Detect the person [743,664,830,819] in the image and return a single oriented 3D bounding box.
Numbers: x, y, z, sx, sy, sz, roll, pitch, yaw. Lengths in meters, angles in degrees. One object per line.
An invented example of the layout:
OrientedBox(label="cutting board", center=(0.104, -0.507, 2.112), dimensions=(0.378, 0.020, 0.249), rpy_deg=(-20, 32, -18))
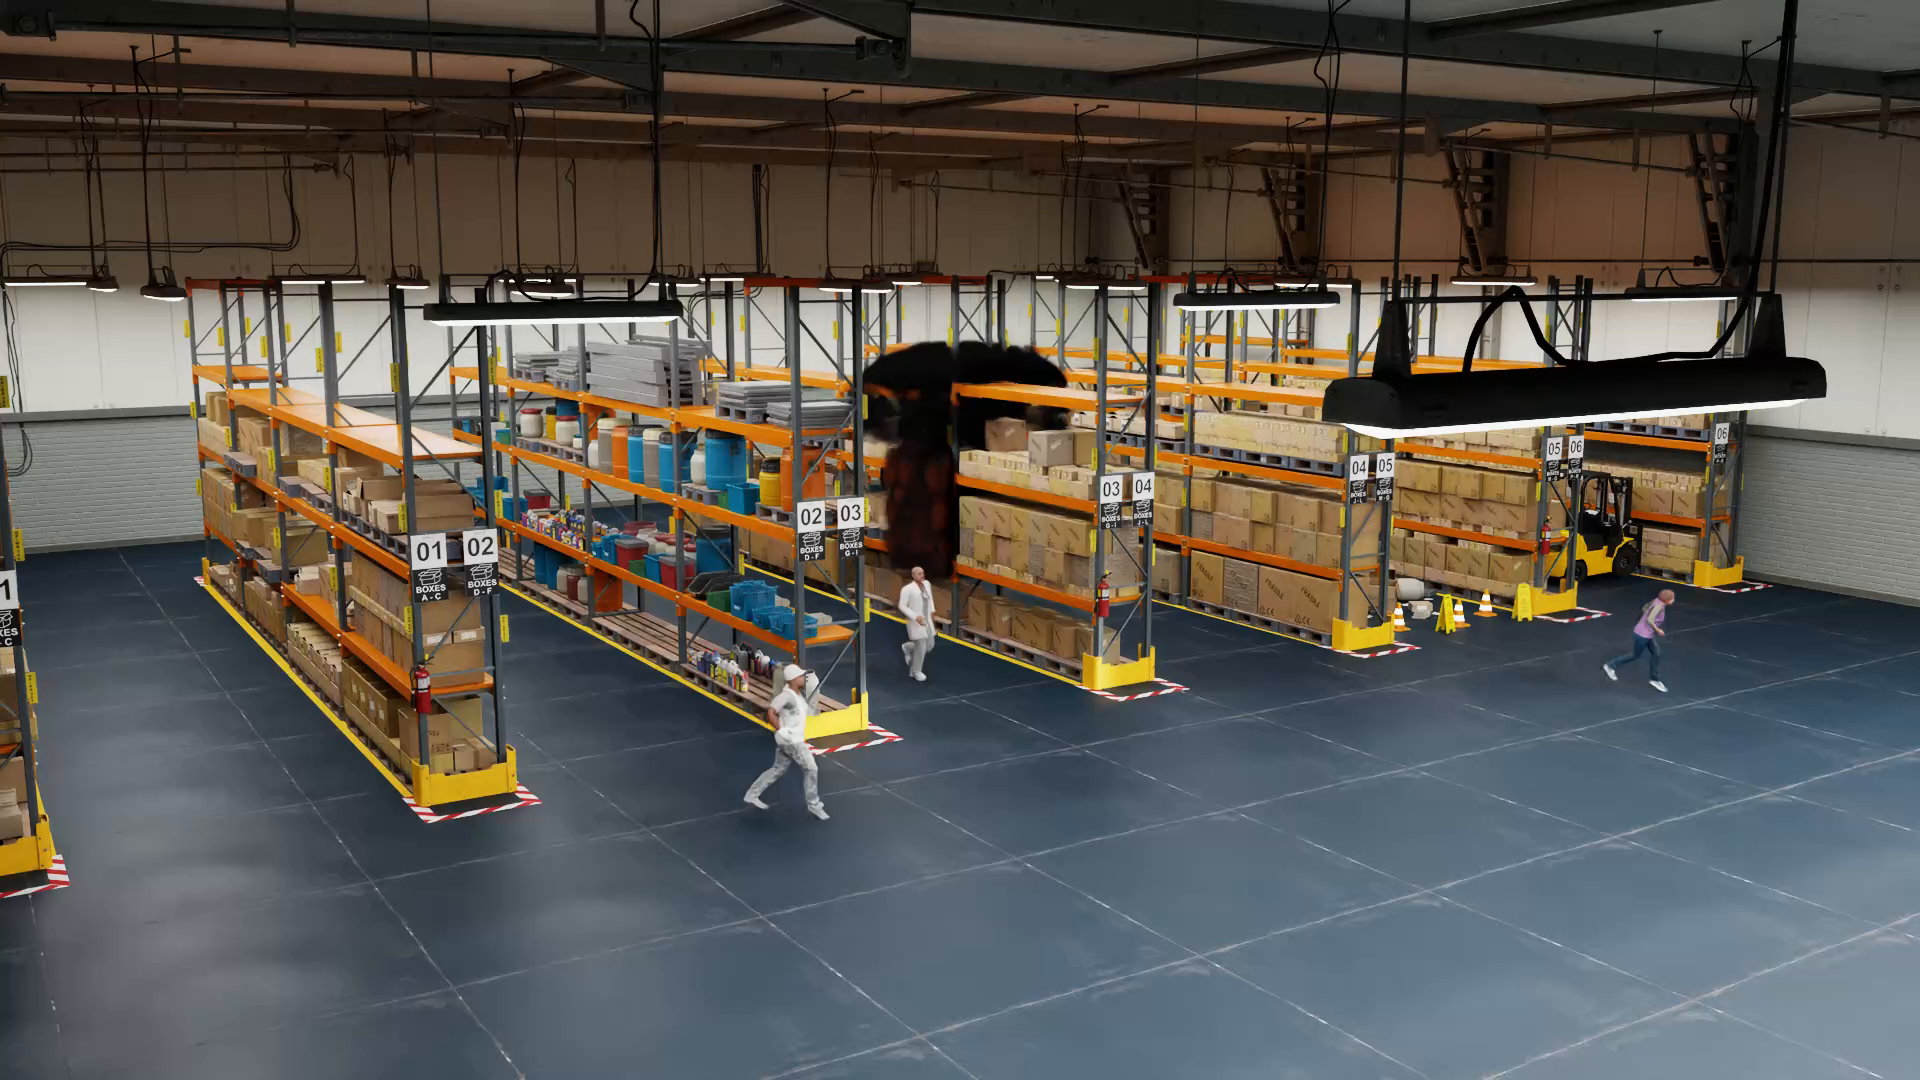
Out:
OrientedBox(label="person", center=(-1.990, 2.321, 18.988), dimensions=(0.992, 1.846, 0.647), rpy_deg=(-2, 10, -11))

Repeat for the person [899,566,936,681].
OrientedBox(label="person", center=(-0.660, 1.253, 25.375), dimensions=(0.723, 1.748, 0.714), rpy_deg=(-9, 13, -43))

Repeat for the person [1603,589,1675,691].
OrientedBox(label="person", center=(10.132, 1.465, 24.841), dimensions=(0.917, 1.546, 0.573), rpy_deg=(4, 10, 20))
